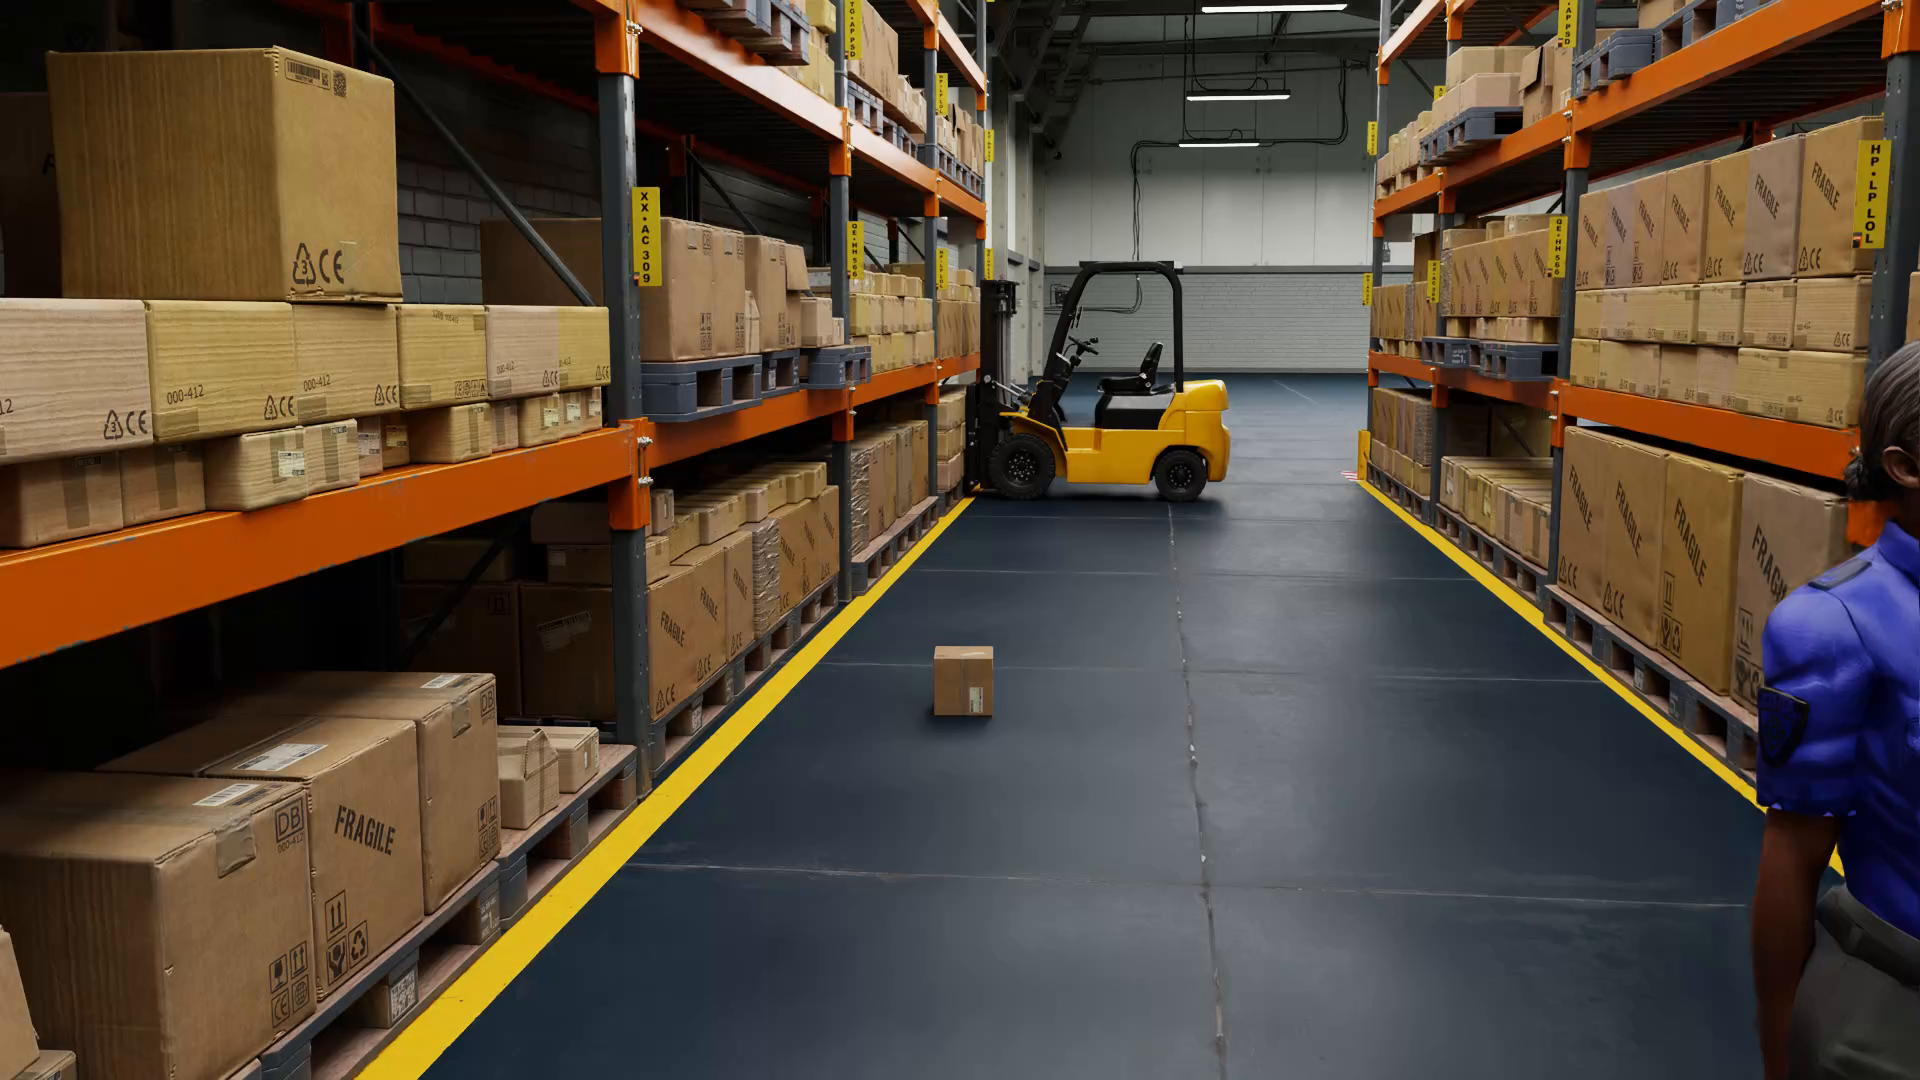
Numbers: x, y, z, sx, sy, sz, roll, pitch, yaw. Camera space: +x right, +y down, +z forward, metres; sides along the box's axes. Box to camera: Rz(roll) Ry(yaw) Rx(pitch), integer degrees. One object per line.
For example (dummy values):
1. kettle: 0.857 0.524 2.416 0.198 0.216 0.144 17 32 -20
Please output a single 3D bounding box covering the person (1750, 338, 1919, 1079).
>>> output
1. person: 1.132 0.574 1.981 0.449 1.625 0.693 -2 8 -14
